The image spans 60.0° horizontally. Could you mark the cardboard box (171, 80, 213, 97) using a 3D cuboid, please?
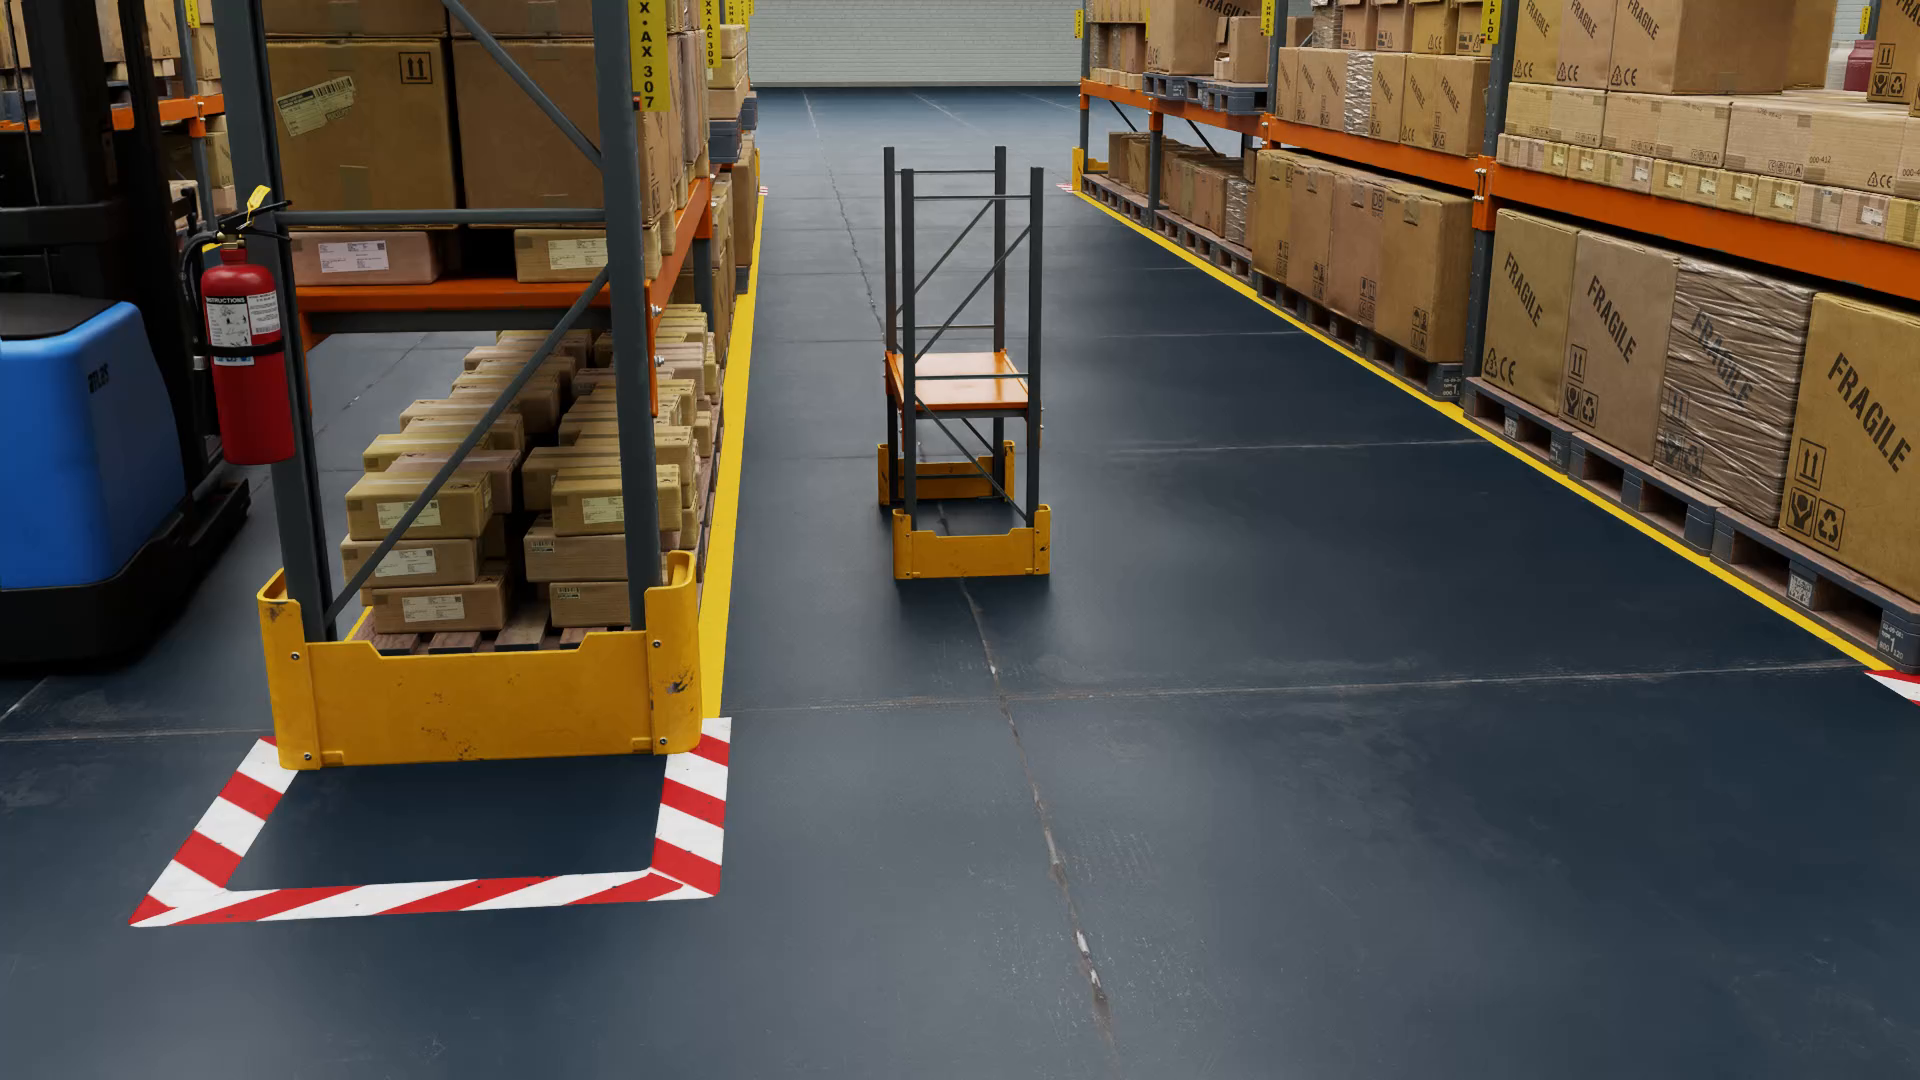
[{"bbox_3d":[-7.203,-4.210,15.499,0.380,0.149,0.250,-2,18,-6],"label":"cardboard box"}]

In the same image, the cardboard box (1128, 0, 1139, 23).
[{"bbox_3d":[1.995,-5.473,16.771,0.500,0.500,0.500,-2,18,-6],"label":"cardboard box"}]

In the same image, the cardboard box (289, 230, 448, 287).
[{"bbox_3d":[-1.653,-0.802,4.645,0.380,0.149,0.250,-2,18,-6],"label":"cardboard box"}]

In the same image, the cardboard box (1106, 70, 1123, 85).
[{"bbox_3d":[1.806,-5.062,18.212,0.380,0.149,0.250,-2,18,-6],"label":"cardboard box"}]

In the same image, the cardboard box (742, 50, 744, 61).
[{"bbox_3d":[-1.552,-3.000,10.447,0.380,0.149,0.250,-2,18,-6],"label":"cardboard box"}]

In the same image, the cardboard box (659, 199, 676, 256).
[{"bbox_3d":[-1.088,-0.977,5.201,0.380,0.149,0.250,-2,18,-7],"label":"cardboard box"}]

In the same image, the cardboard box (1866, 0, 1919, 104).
[{"bbox_3d":[3.714,-1.840,6.031,0.500,0.500,0.500,-2,18,-7],"label":"cardboard box"}]

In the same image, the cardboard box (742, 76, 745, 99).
[{"bbox_3d":[-1.528,-2.783,10.251,0.380,0.149,0.250,-1,17,-4],"label":"cardboard box"}]

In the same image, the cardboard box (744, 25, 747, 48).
[{"bbox_3d":[-1.657,-3.450,11.383,0.380,0.149,0.250,-2,18,-8],"label":"cardboard box"}]

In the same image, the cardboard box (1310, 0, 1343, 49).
[{"bbox_3d":[2.840,-3.648,11.449,0.797,0.503,0.637,-1,17,-4],"label":"cardboard box"}]

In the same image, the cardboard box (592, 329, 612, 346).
[{"bbox_3d":[-2.078,-1.246,9.111,0.500,0.500,0.500,-2,18,-7],"label":"cardboard box"}]

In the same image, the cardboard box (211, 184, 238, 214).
[{"bbox_3d":[-7.281,-3.299,16.066,0.500,0.250,0.500,-3,18,-8],"label":"cardboard box"}]

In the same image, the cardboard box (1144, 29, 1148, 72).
[{"bbox_3d":[2.366,-5.008,16.957,0.875,0.500,0.500,-2,18,-6],"label":"cardboard box"}]

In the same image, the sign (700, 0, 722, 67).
[{"bbox_3d":[-1.212,-2.458,8.052,0.100,0.325,0.005,-2,18,-6],"label":"sign"}]

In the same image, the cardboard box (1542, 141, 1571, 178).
[{"bbox_3d":[2.948,-1.774,7.739,0.380,0.149,0.250,-1,17,-4],"label":"cardboard box"}]

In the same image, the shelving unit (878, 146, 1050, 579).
[{"bbox_3d":[-0.008,-0.738,6.525,0.587,1.500,1.083,-2,18,-6],"label":"shelving unit"}]

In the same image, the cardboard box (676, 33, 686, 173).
[{"bbox_3d":[-1.287,-1.622,6.174,0.500,0.500,0.500,-2,18,-7],"label":"cardboard box"}]

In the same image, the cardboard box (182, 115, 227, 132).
[{"bbox_3d":[-7.235,-4.005,15.981,0.380,0.149,0.250,-2,17,-5],"label":"cardboard box"}]

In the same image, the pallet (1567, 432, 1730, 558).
[{"bbox_3d":[3.323,-0.225,7.042,1.003,0.211,1.213,-2,18,-6],"label":"pallet"}]

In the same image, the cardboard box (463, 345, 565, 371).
[{"bbox_3d":[-1.882,-0.728,7.052,0.380,0.149,0.250,-1,17,-4],"label":"cardboard box"}]

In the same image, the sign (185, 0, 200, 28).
[{"bbox_3d":[-6.938,-4.797,15.015,0.100,0.325,0.005,-2,18,-6],"label":"sign"}]

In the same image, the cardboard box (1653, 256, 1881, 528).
[{"bbox_3d":[3.366,-0.603,6.436,0.875,0.875,0.875,-2,18,-6],"label":"cardboard box"}]

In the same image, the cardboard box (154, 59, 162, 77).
[{"bbox_3d":[-7.152,-4.083,14.392,0.380,0.149,0.250,-2,18,-7],"label":"cardboard box"}]

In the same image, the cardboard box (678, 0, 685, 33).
[{"bbox_3d":[-1.266,-2.100,6.026,0.500,0.500,0.500,-2,18,-7],"label":"cardboard box"}]

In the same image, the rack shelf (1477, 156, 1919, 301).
[{"bbox_3d":[3.399,-1.210,6.723,1.077,0.370,4.000,-2,18,-6],"label":"rack shelf"}]

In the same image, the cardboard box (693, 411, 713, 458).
[{"bbox_3d":[-1.265,-0.451,7.165,0.380,0.149,0.250,-2,18,-6],"label":"cardboard box"}]

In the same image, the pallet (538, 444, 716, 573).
[{"bbox_3d":[-1.517,-0.132,6.745,1.003,0.211,1.213,-2,18,-6],"label":"pallet"}]

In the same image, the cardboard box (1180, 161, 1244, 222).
[{"bbox_3d":[2.440,-3.223,15.375,0.700,0.500,0.500,-2,18,-6],"label":"cardboard box"}]

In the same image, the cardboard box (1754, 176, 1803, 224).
[{"bbox_3d":[3.135,-1.237,6.030,0.380,0.149,0.250,-2,18,-7],"label":"cardboard box"}]

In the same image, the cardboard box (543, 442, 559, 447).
[{"bbox_3d":[-1.756,-0.286,6.639,0.380,0.149,0.250,-1,17,-4],"label":"cardboard box"}]

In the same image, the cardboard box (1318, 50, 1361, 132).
[{"bbox_3d":[2.672,-2.929,10.832,0.500,0.500,0.500,-2,18,-7],"label":"cardboard box"}]

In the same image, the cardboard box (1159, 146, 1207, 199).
[{"bbox_3d":[2.300,-3.831,17.343,0.500,0.500,0.500,4,18,12],"label":"cardboard box"}]

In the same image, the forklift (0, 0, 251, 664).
[{"bbox_3d":[-3.468,-1.376,6.167,1.130,2.935,3.031,-4,18,-11],"label":"forklift"}]

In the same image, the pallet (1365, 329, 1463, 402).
[{"bbox_3d":[3.039,-1.046,9.656,1.003,0.211,1.213,-2,18,-6],"label":"pallet"}]

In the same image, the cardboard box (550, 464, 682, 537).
[{"bbox_3d":[-1.054,-0.125,5.131,0.380,0.149,0.250,-3,18,-8],"label":"cardboard box"}]

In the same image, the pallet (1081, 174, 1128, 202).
[{"bbox_3d":[2.012,-4.128,19.473,1.003,0.211,1.213,-2,18,-6],"label":"pallet"}]

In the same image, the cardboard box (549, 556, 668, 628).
[{"bbox_3d":[-1.074,0.160,5.218,0.380,0.149,0.250,-1,17,-5],"label":"cardboard box"}]

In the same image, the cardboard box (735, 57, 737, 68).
[{"bbox_3d":[-1.363,-2.457,8.716,0.380,0.149,0.250,-2,18,-7],"label":"cardboard box"}]

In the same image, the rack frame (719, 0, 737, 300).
[{"bbox_3d":[-2.163,-3.217,11.917,1.000,3.000,0.127,-2,18,-6],"label":"rack frame"}]

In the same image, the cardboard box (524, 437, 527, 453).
[{"bbox_3d":[-1.798,-0.273,6.101,0.380,0.149,0.250,-2,17,-5],"label":"cardboard box"}]

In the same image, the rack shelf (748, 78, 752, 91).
[{"bbox_3d":[-2.782,-4.662,17.719,1.077,0.370,4.000,-2,18,-6],"label":"rack shelf"}]

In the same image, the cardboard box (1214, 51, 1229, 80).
[{"bbox_3d":[2.340,-3.965,13.823,0.396,0.266,0.258,-2,18,-7],"label":"cardboard box"}]

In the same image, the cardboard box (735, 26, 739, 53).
[{"bbox_3d":[-1.416,-2.755,9.171,0.380,0.149,0.250,-2,18,-6],"label":"cardboard box"}]

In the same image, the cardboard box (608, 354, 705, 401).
[{"bbox_3d":[-1.248,-0.665,6.854,0.380,0.149,0.250,-2,18,-8],"label":"cardboard box"}]

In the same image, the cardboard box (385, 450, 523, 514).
[{"bbox_3d":[-1.614,-0.184,5.322,0.380,0.149,0.250,-1,17,-5],"label":"cardboard box"}]

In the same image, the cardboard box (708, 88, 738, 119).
[{"bbox_3d":[-1.334,-2.238,8.515,0.380,0.149,0.250,-3,18,-8],"label":"cardboard box"}]

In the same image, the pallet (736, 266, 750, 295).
[{"bbox_3d":[-2.170,-2.124,13.091,1.003,0.211,1.213,-2,18,-6],"label":"pallet"}]

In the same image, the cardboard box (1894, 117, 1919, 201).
[{"bbox_3d":[3.292,-1.164,5.129,0.500,0.250,0.500,-2,18,-7],"label":"cardboard box"}]

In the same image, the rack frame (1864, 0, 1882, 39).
[{"bbox_3d":[11.809,-6.029,20.873,1.000,3.000,0.127,-2,18,-6],"label":"rack frame"}]
